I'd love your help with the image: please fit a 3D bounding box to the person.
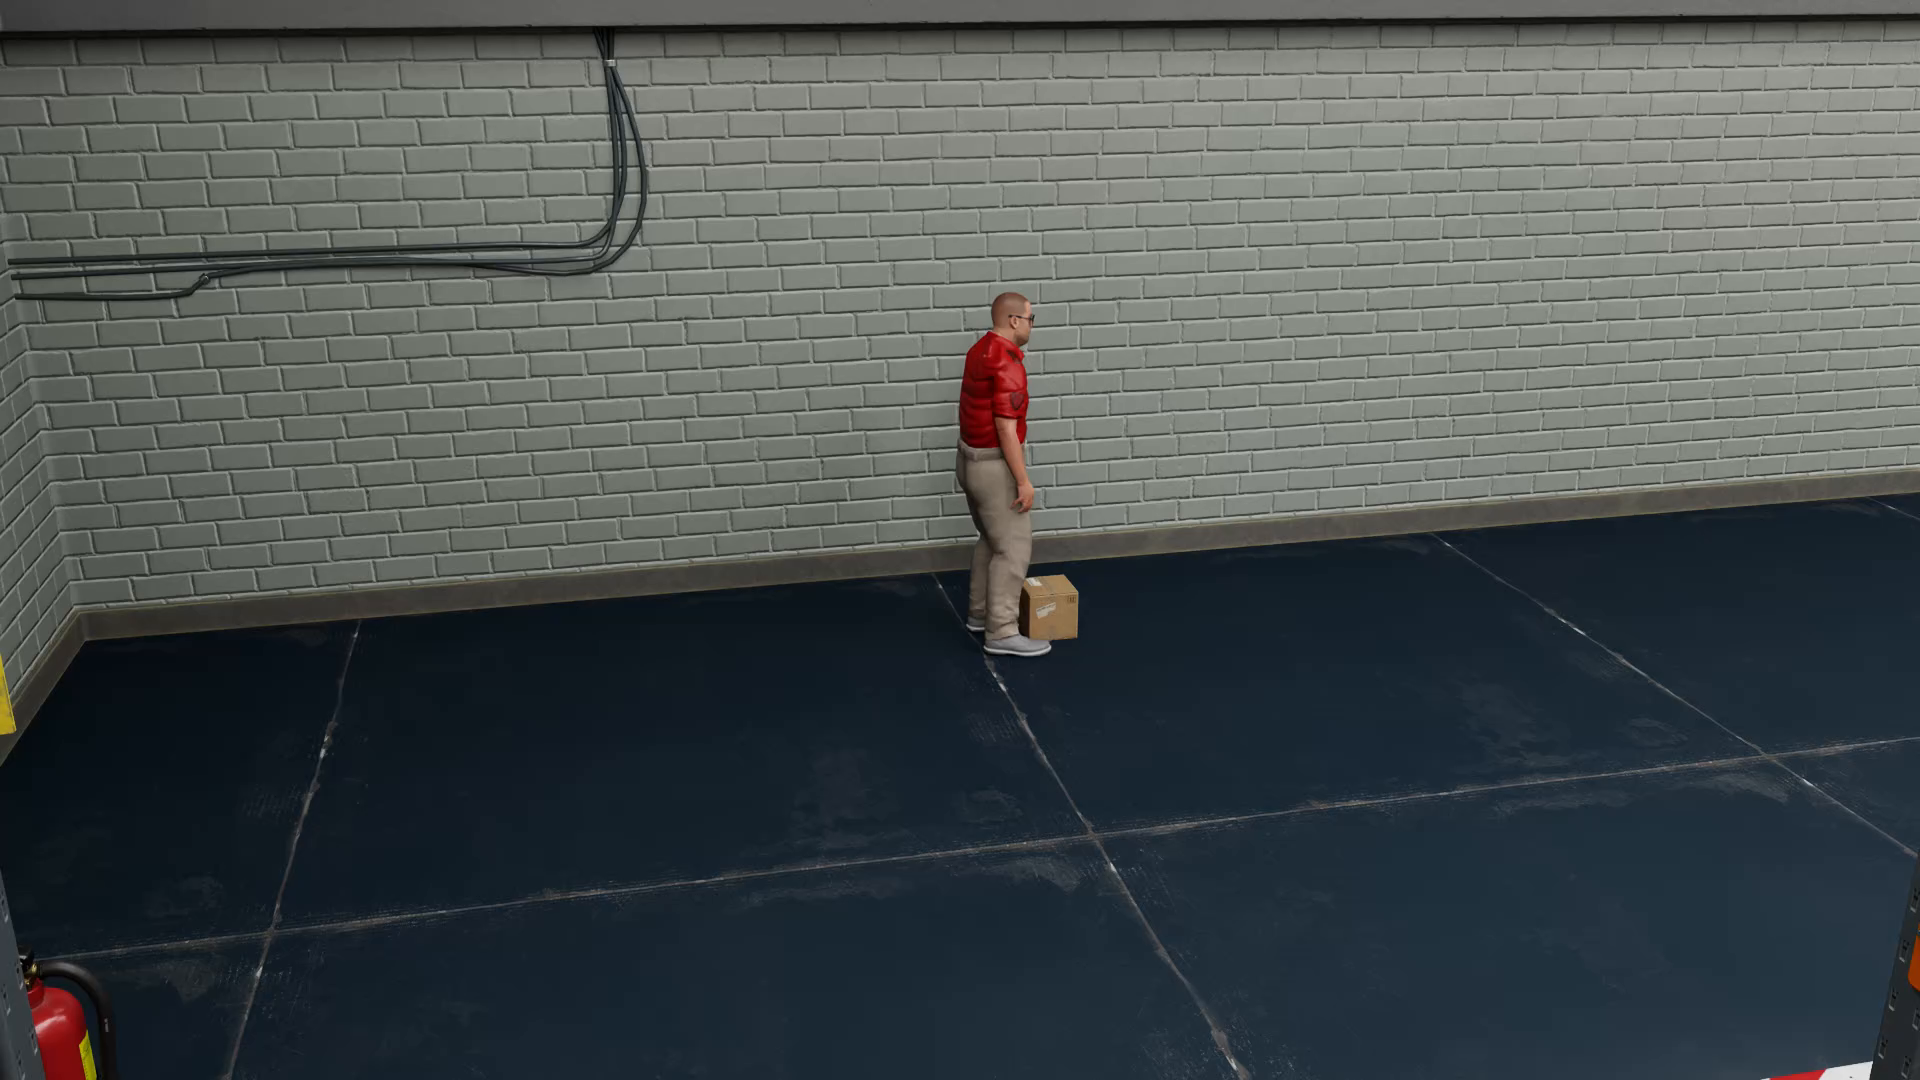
[{"bbox_3d":[0.194,-0.330,8.021,0.389,1.728,0.608,-6,20,-15],"label":"person"}]
